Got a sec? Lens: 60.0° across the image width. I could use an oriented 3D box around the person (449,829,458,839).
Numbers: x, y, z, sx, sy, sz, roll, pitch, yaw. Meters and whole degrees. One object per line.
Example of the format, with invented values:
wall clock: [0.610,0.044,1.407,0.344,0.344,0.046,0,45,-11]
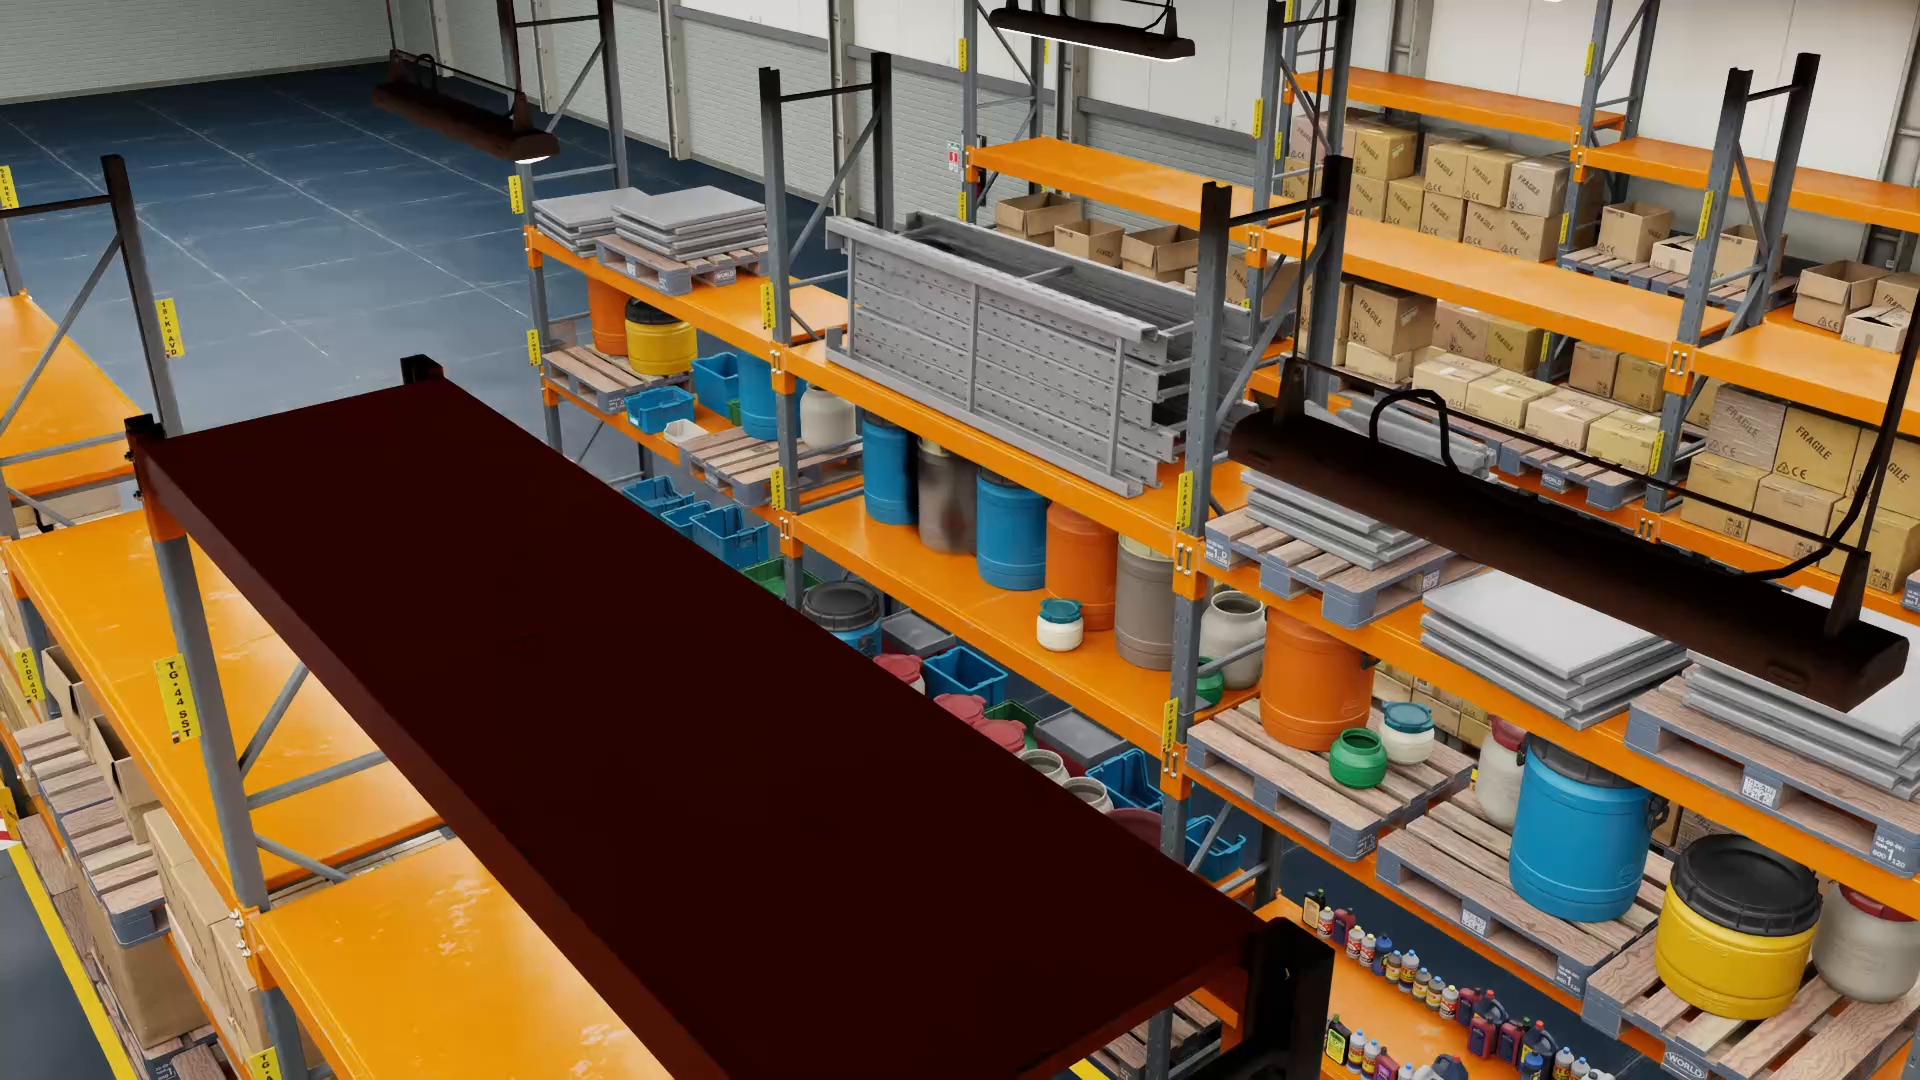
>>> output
person: [-3.830,1.815,12.690,0.662,1.558,1.066,-18,31,-32]
